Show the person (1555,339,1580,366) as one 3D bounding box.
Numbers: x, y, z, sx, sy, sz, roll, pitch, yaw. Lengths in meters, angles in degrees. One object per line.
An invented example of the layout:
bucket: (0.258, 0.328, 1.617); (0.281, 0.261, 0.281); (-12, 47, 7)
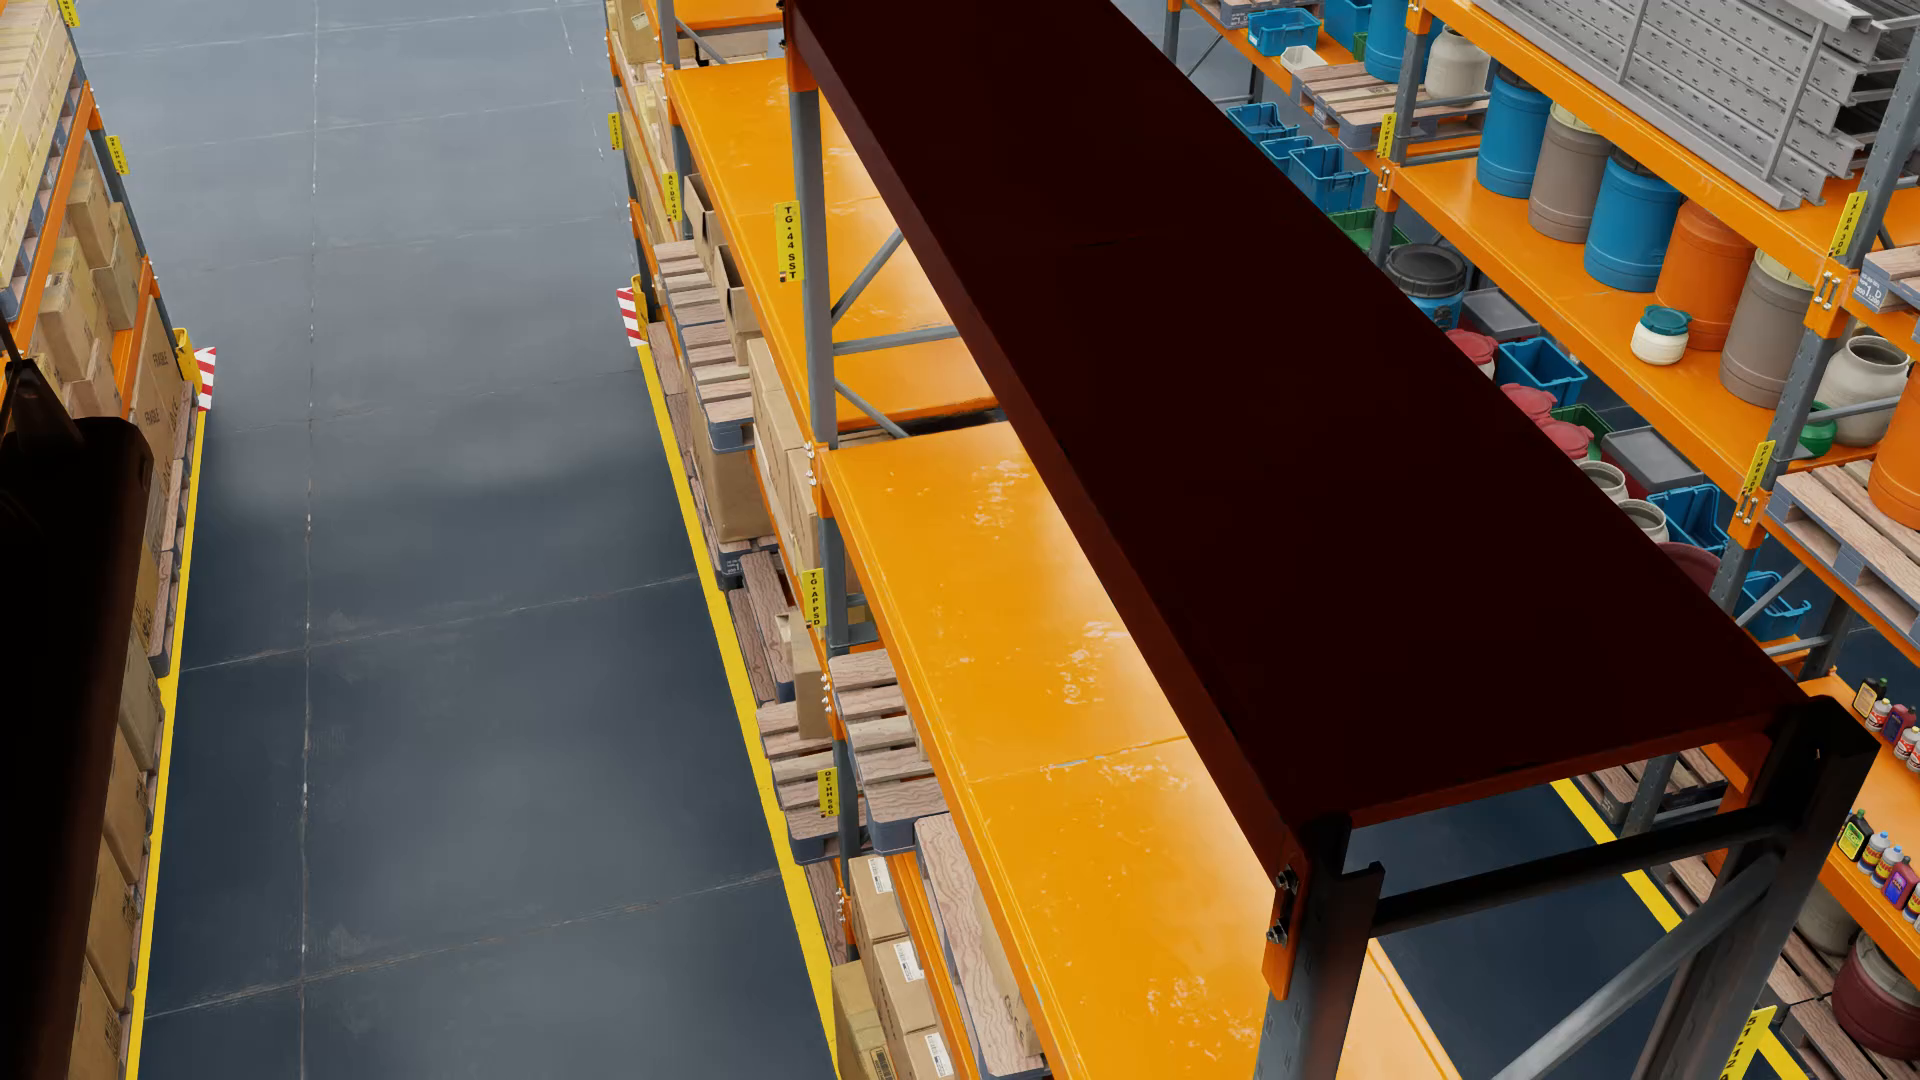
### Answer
person: (5.324, -2.093, 14.177); (0.446, 1.573, 0.524); (11, 40, 14)
